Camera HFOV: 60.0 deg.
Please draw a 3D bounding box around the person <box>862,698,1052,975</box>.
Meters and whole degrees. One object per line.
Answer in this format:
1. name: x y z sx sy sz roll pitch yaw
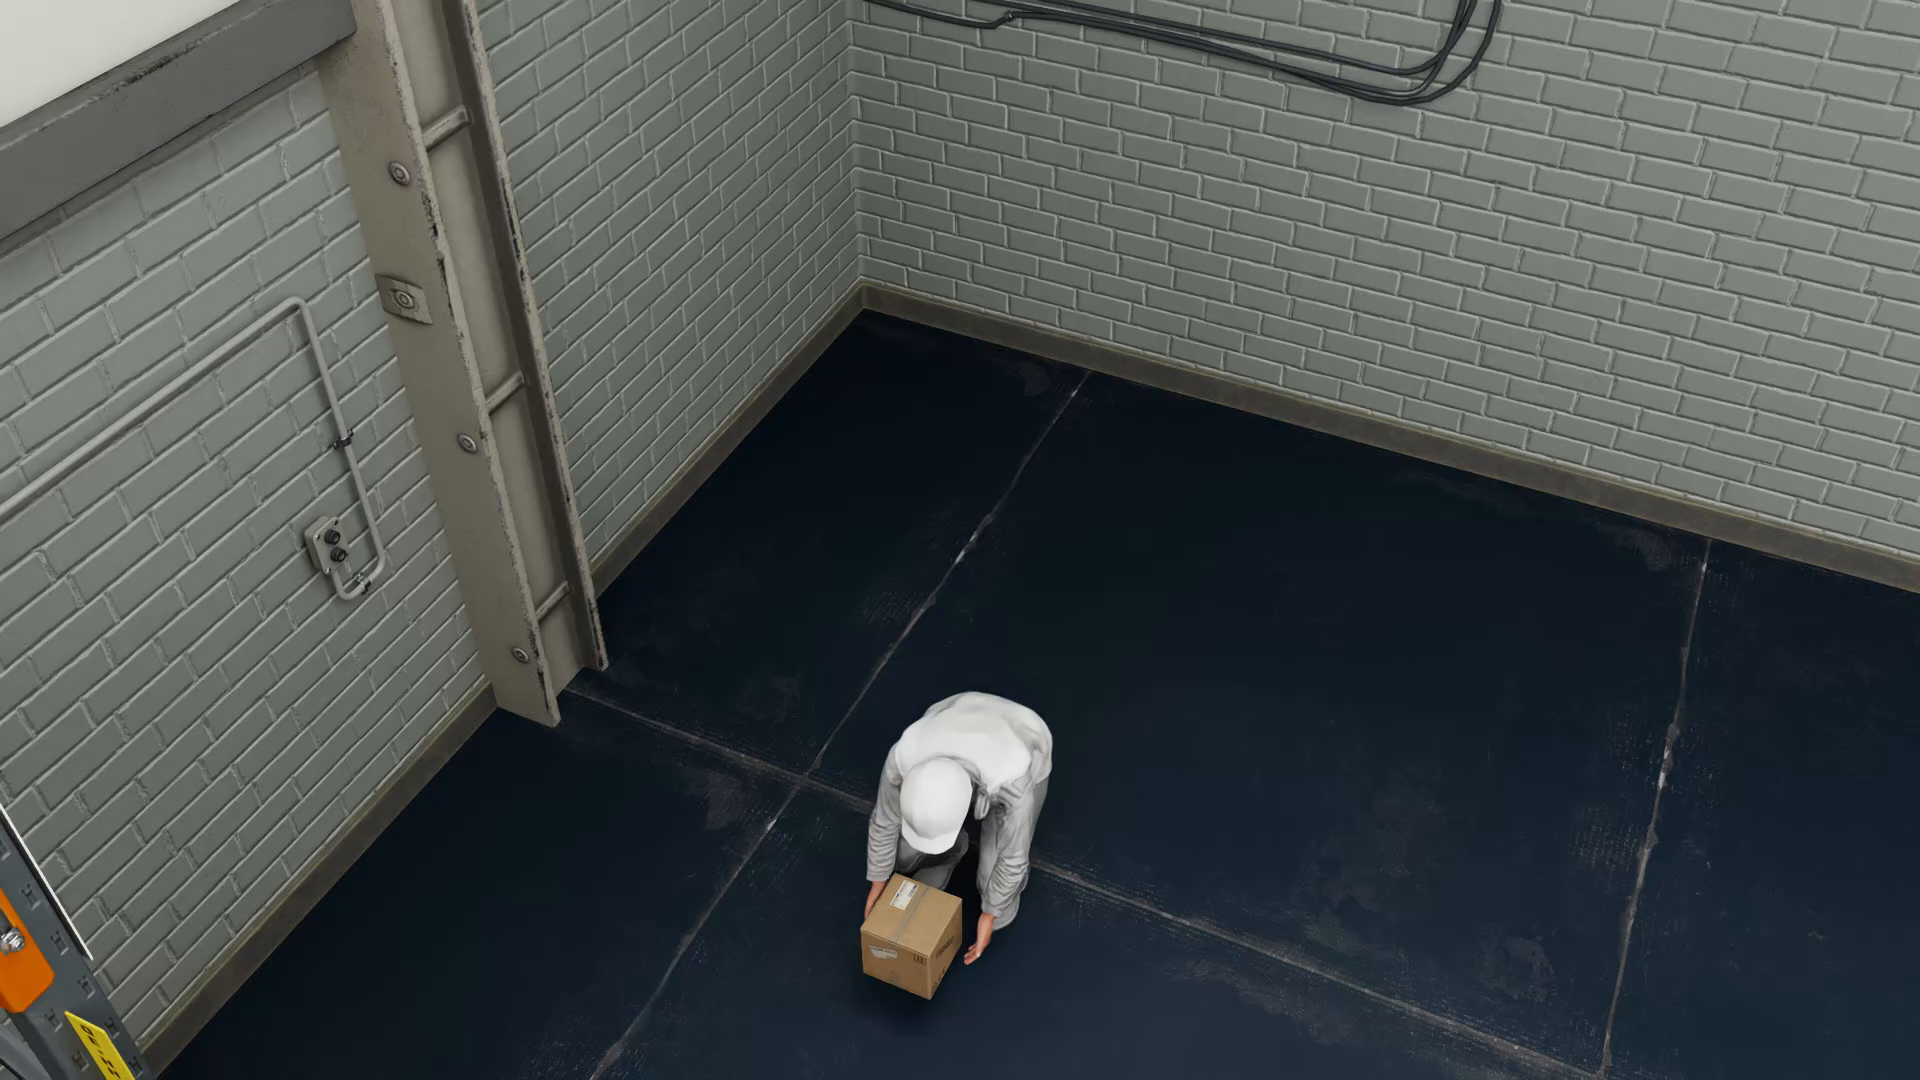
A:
1. person: 0.027 0.938 5.608 0.552 1.085 0.871 17 45 18
